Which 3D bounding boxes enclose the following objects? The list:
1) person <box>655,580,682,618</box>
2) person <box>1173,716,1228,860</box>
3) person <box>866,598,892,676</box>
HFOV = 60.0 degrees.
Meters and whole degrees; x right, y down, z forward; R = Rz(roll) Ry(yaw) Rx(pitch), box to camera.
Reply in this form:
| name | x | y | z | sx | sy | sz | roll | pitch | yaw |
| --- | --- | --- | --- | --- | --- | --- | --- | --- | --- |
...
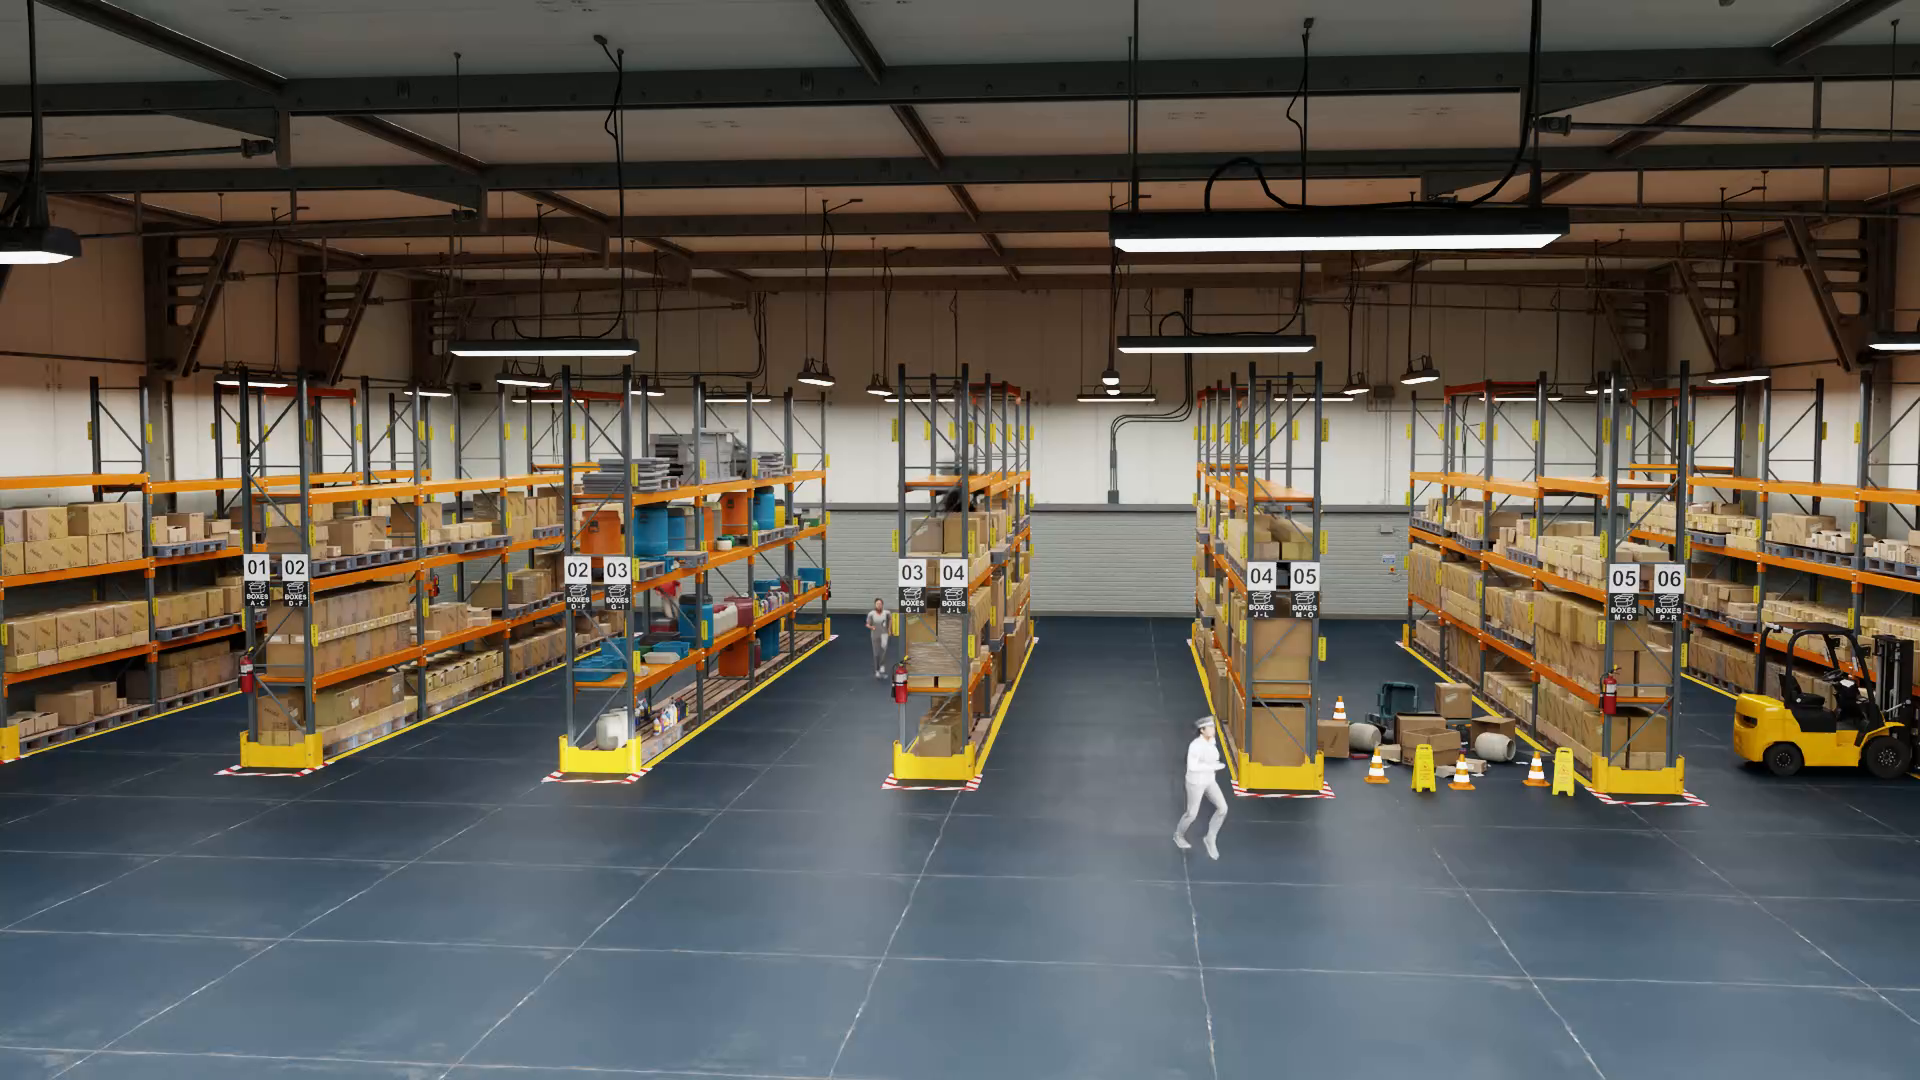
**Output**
| name | x | y | z | sx | sy | sz | roll | pitch | yaw |
| --- | --- | --- | --- | --- | --- | --- | --- | --- | --- |
| person | -7.233 | 1.524 | 41.286 | 0.680 | 1.649 | 0.535 | -1 | 4 | -12 |
| person | 2.849 | 2.900 | 19.687 | 0.639 | 1.704 | 0.807 | -3 | 5 | -42 |
| person | -1.634 | 1.973 | 33.606 | 0.518 | 1.634 | 0.917 | 0 | 4 | 3 |
